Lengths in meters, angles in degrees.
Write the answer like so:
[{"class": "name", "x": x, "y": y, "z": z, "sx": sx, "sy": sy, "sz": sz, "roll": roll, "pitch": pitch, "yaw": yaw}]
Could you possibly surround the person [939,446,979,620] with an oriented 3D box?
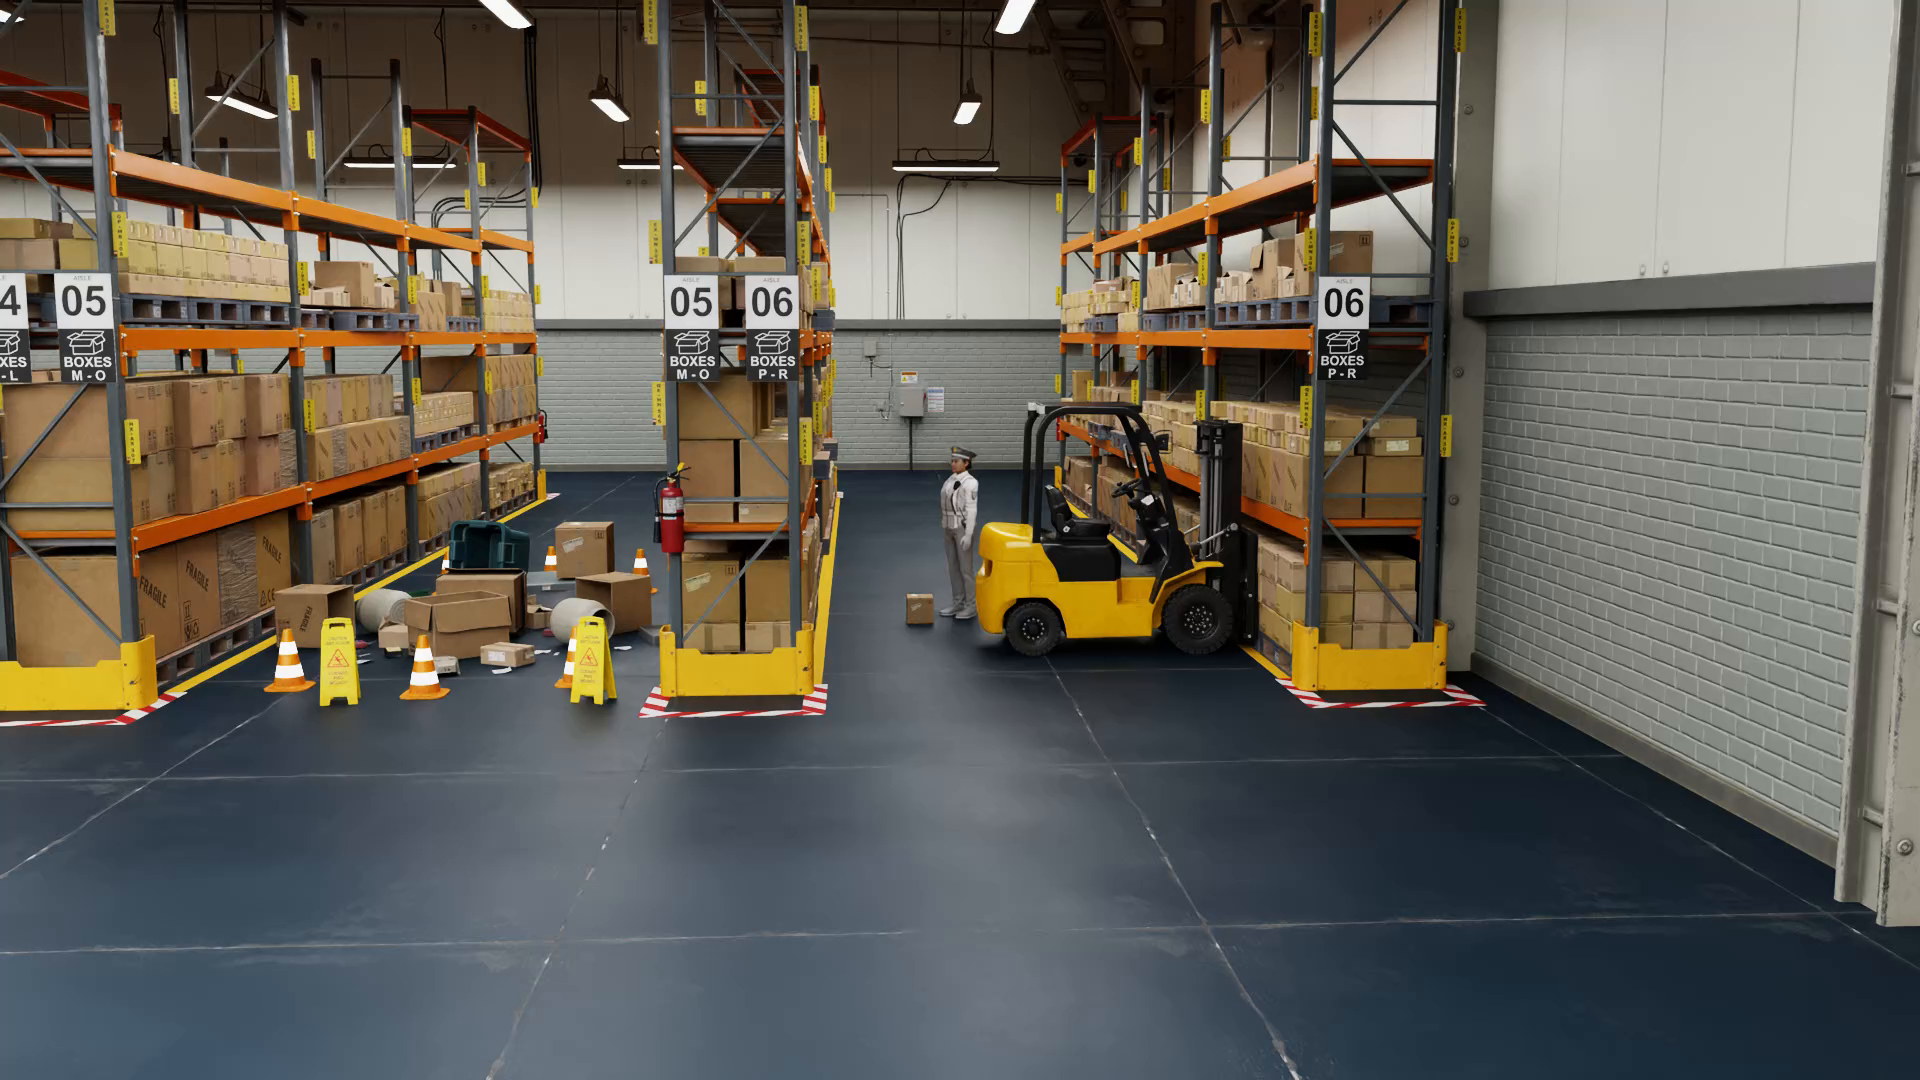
[{"class": "person", "x": -0.007, "y": -0.077, "z": 16.259, "sx": 0.345, "sy": 1.692, "sz": 0.468, "roll": -4, "pitch": 8, "yaw": -31}]
